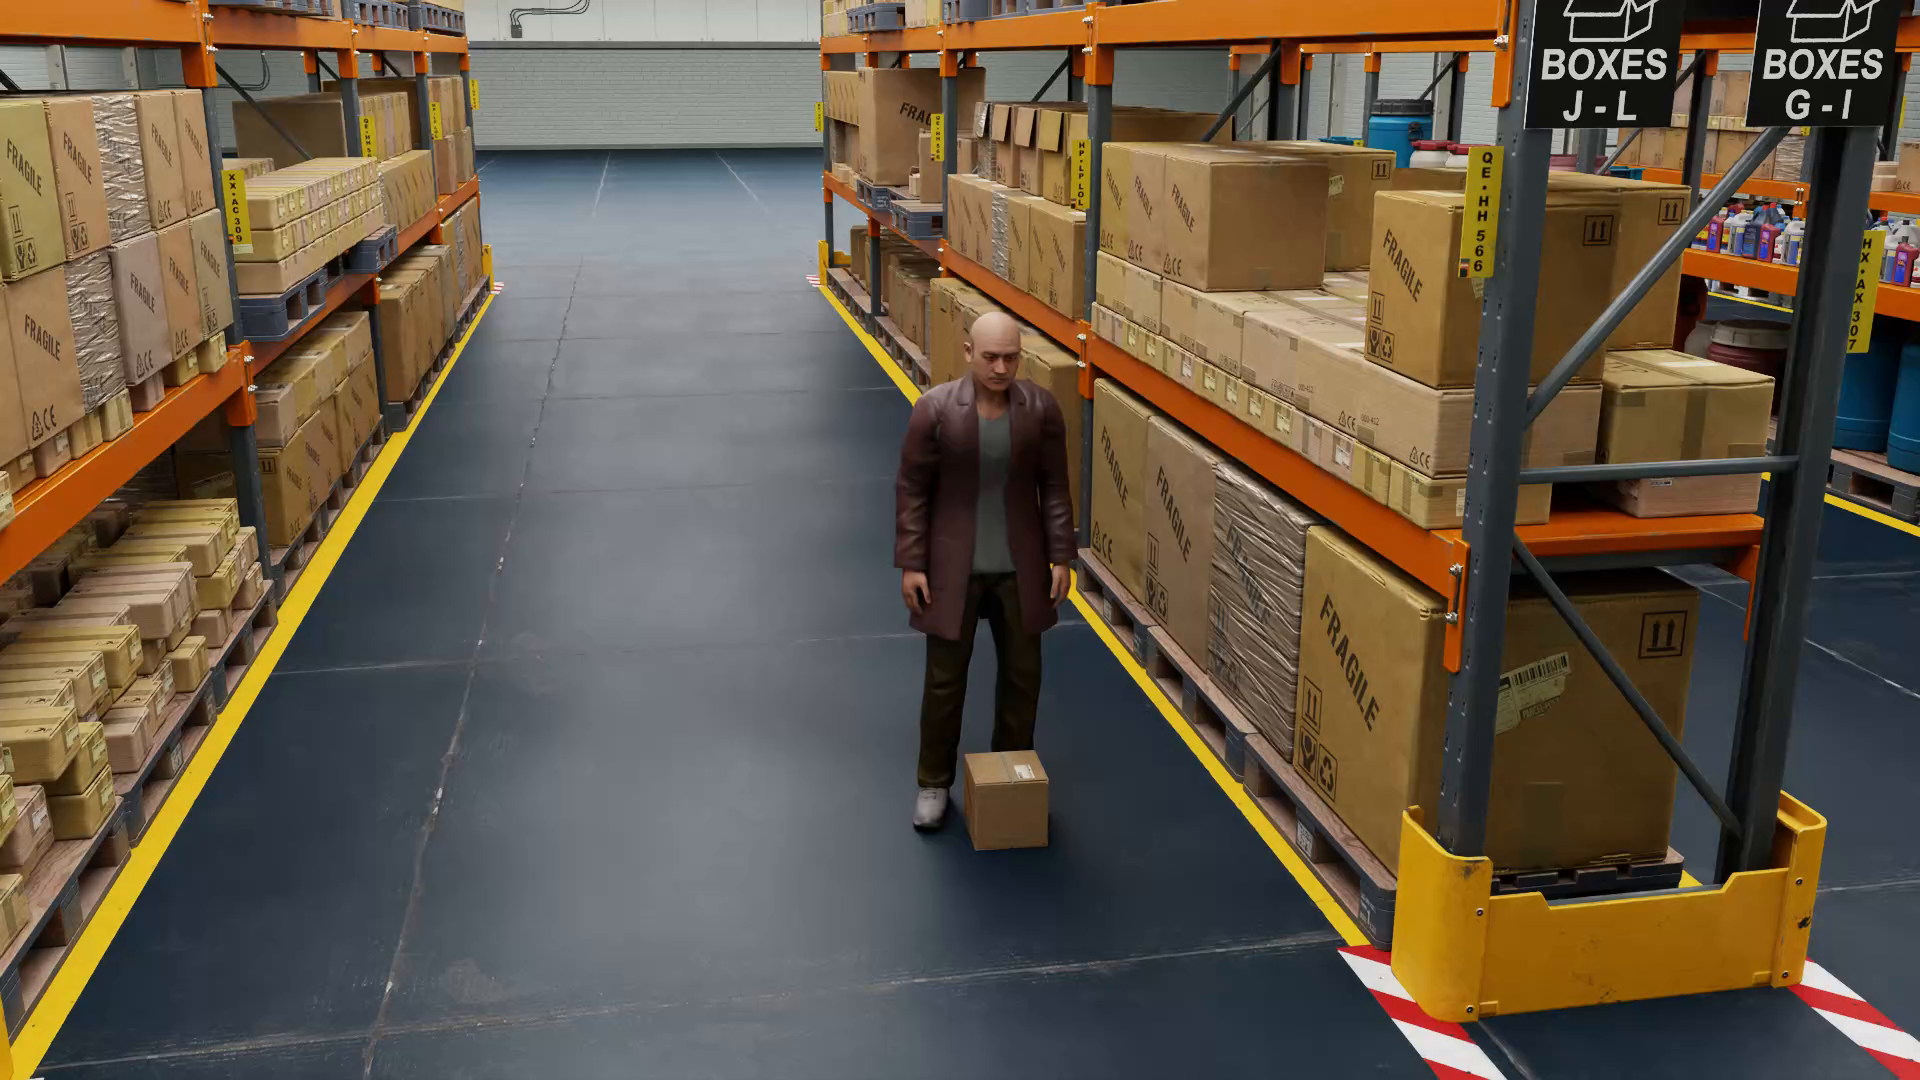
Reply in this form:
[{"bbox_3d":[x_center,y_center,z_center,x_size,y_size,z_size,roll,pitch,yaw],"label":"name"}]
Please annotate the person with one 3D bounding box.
[{"bbox_3d":[0.090,0.096,5.728,0.644,1.774,0.428,-3,16,-10],"label":"person"}]
